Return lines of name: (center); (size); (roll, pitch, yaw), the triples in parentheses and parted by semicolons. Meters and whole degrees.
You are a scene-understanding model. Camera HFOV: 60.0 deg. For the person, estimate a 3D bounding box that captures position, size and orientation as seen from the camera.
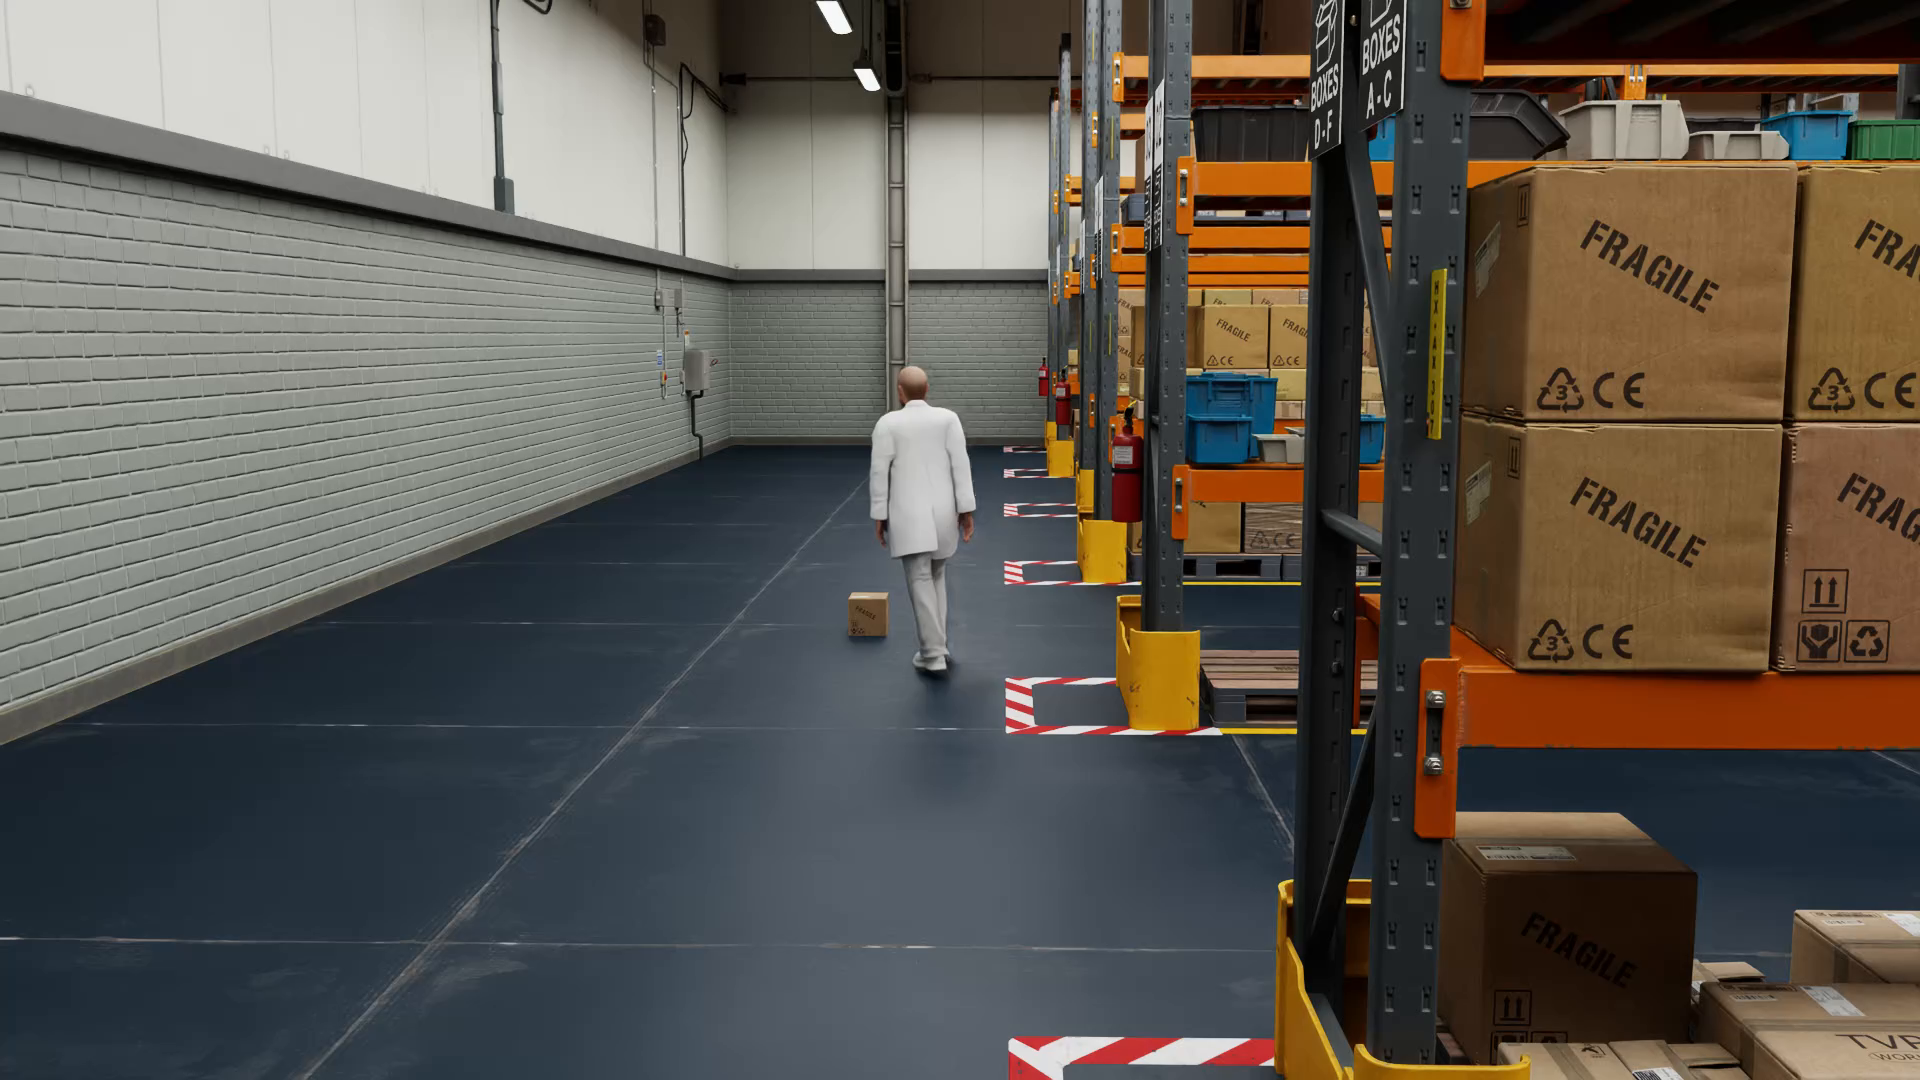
person: (-0.224, -0.105, 9.744); (0.589, 1.815, 0.646); (-3, 8, -21)
